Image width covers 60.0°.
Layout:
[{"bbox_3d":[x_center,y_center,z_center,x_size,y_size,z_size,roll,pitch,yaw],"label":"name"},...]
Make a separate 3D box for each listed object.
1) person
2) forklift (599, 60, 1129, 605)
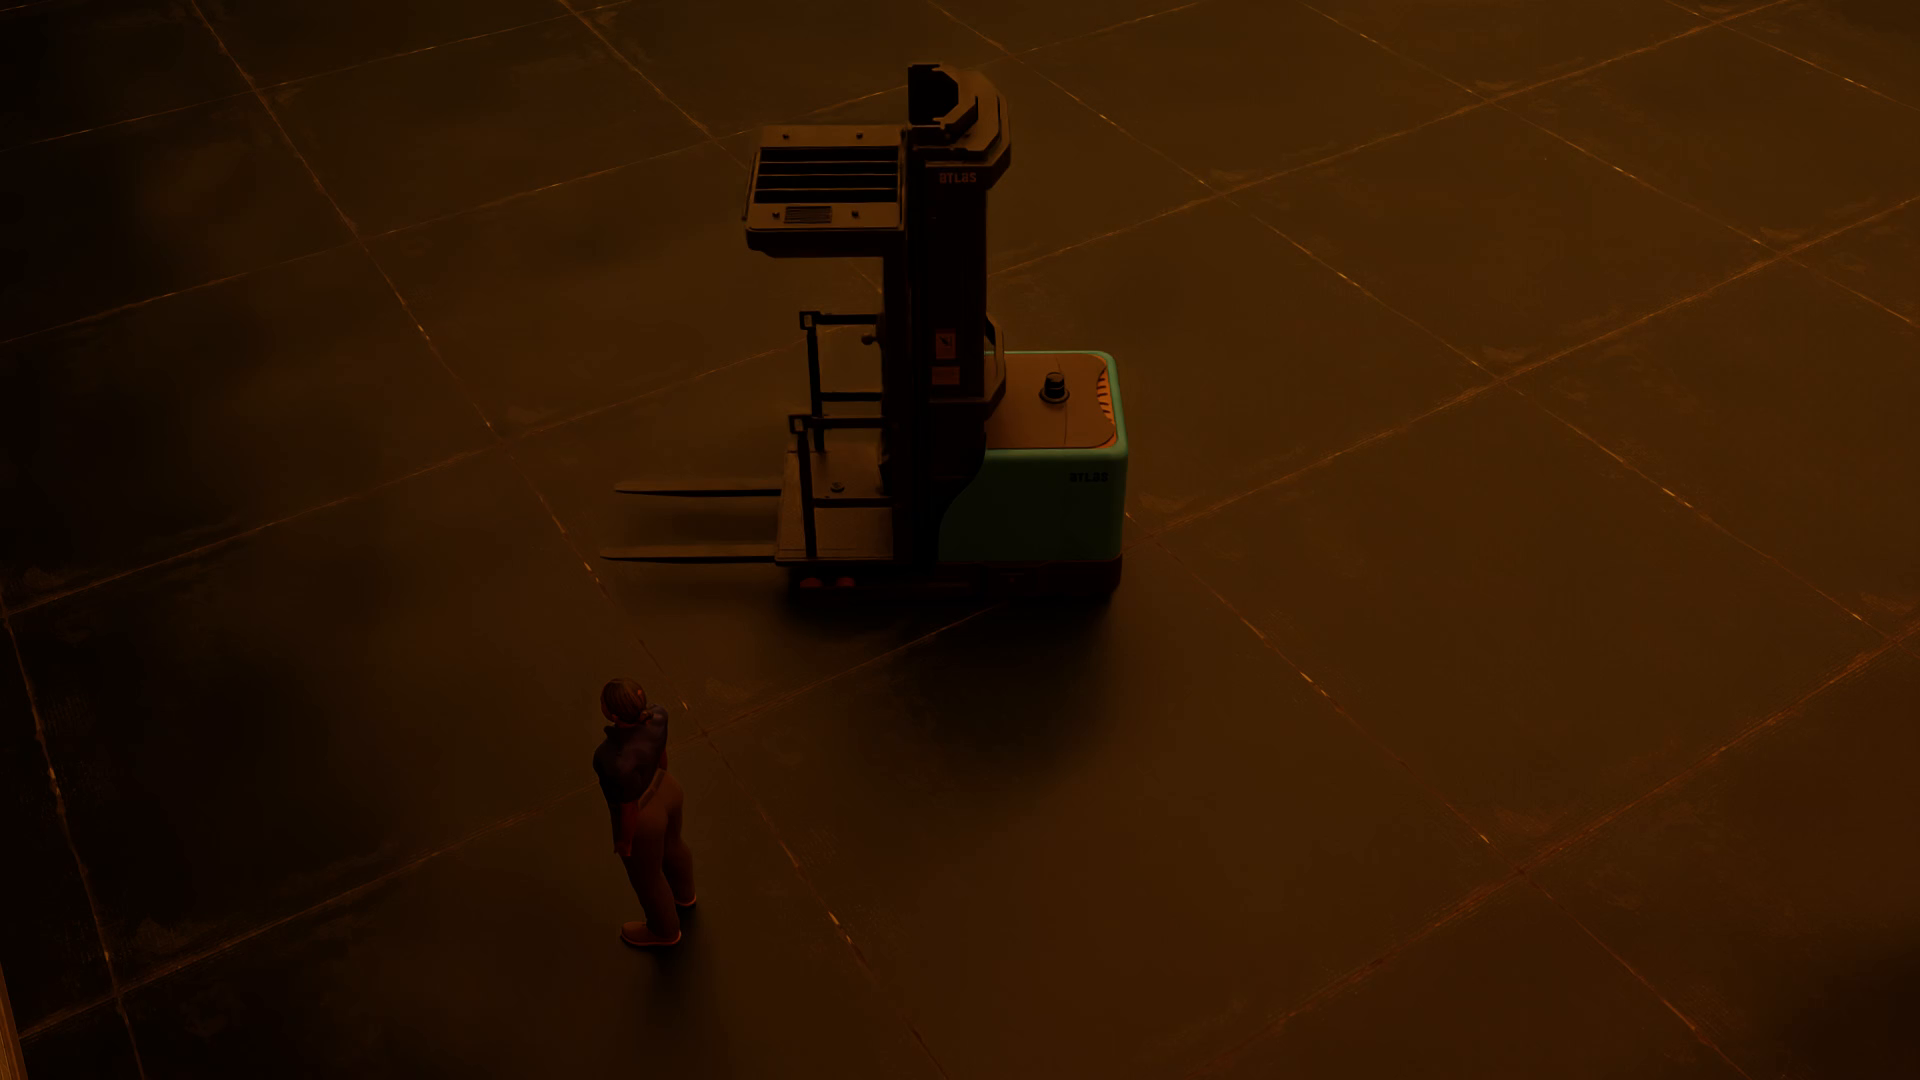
[{"bbox_3d":[-1.434,1.201,7.467,0.340,1.660,0.453,12,42,13],"label":"person"},{"bbox_3d":[-0.587,-1.076,9.102,3.031,2.935,1.130,-1,41,-1],"label":"forklift"}]
